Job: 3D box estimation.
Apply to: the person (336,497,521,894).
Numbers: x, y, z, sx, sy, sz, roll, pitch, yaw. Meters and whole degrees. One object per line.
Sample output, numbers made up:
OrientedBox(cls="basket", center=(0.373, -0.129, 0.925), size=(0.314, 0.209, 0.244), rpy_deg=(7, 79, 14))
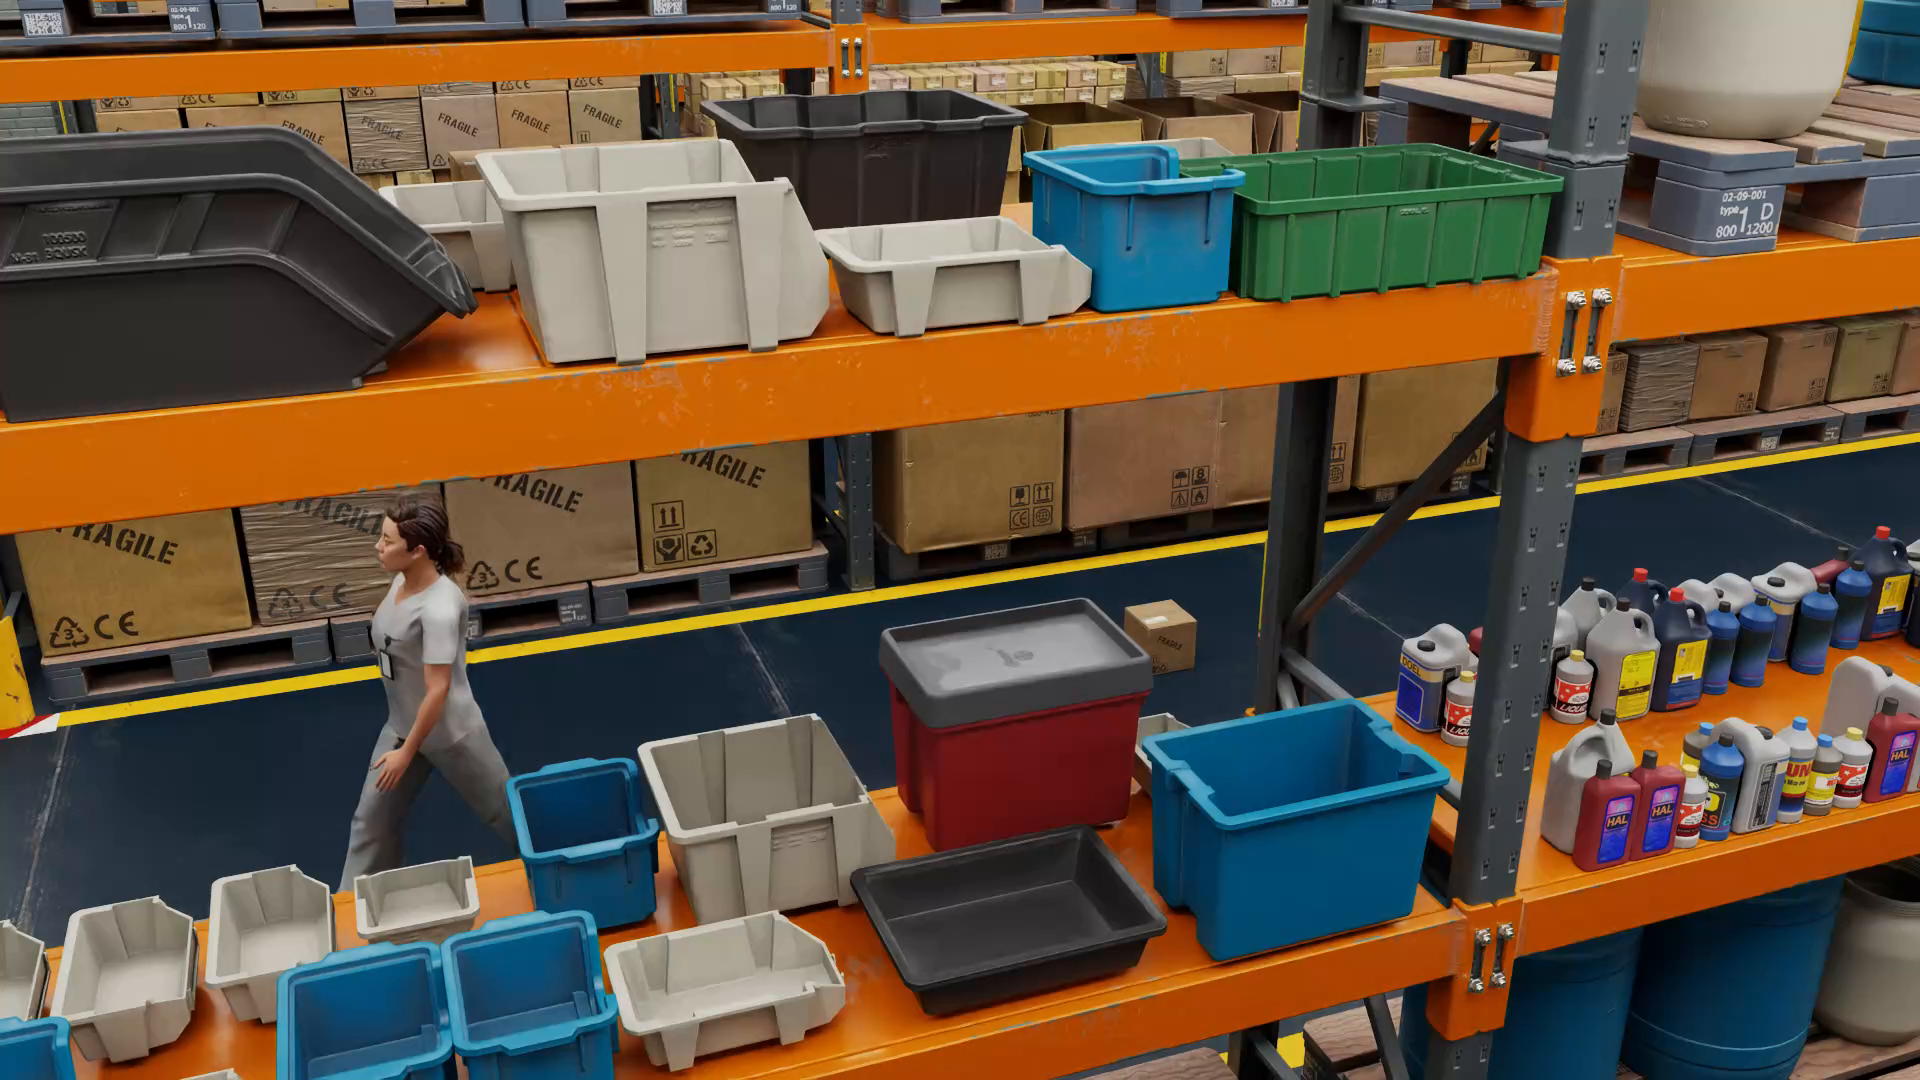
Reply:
OrientedBox(cls="person", center=(-1.802, 0.632, 5.567), size=(1.048, 1.611, 0.451), rpy_deg=(-18, 29, -37))
